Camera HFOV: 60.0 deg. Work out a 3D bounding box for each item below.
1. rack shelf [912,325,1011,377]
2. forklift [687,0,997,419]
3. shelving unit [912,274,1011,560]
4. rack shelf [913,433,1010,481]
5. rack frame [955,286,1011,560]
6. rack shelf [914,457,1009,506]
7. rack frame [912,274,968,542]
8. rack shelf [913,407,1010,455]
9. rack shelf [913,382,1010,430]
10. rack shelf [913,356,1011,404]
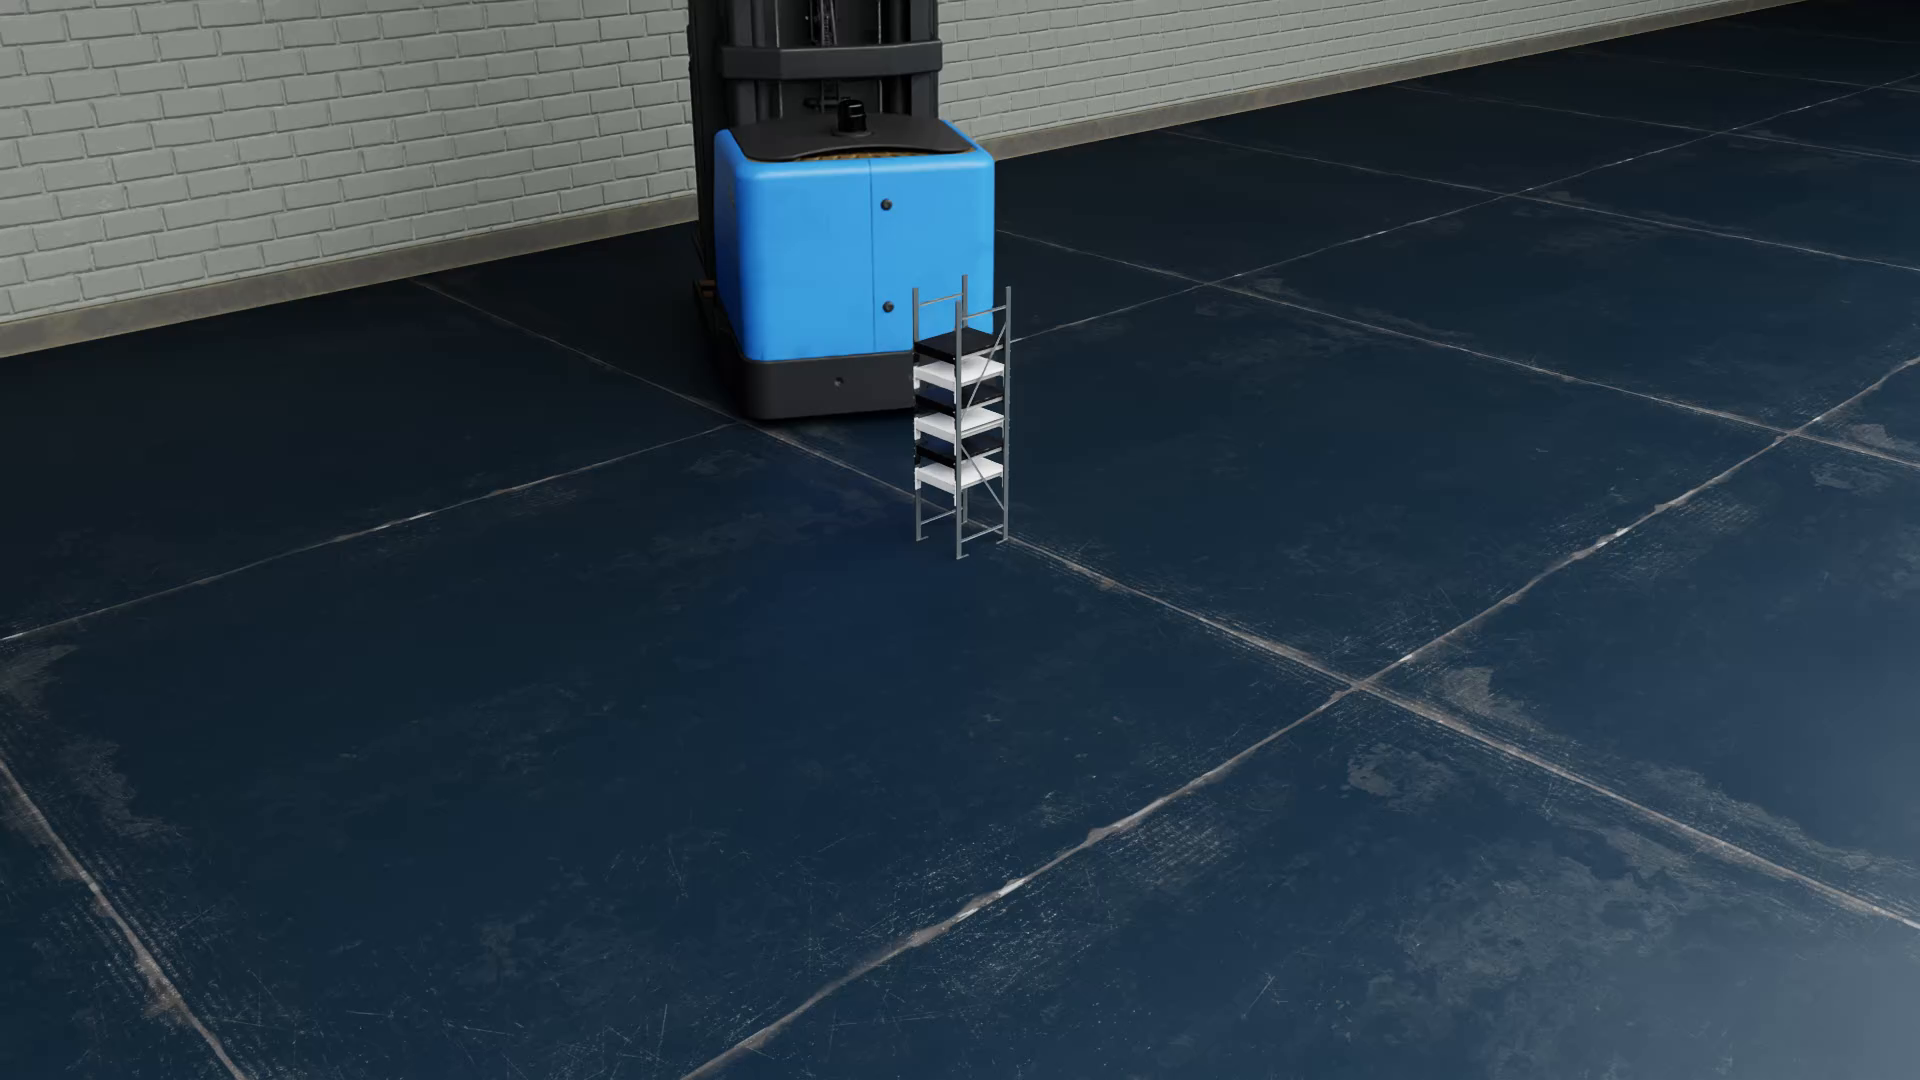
[{"bbox_3d":[0.006,-0.622,5.460,0.258,0.077,0.200,-21,32,-38],"label":"rack shelf"},{"bbox_3d":[-0.695,-2.401,7.481,1.130,2.935,3.031,-6,25,-12],"label":"forklift"},{"bbox_3d":[0.006,-0.407,5.558,0.258,0.900,0.210,-21,32,-38],"label":"shelving unit"},{"bbox_3d":[0.006,-0.295,5.609,0.258,0.077,0.200,-21,32,-38],"label":"rack shelf"},{"bbox_3d":[0.075,-0.376,5.490,0.240,0.900,0.006,-21,32,-38],"label":"rack frame"},{"bbox_3d":[0.006,-0.213,5.646,0.258,0.077,0.200,-21,32,-38],"label":"rack shelf"},{"bbox_3d":[-0.064,-0.438,5.625,0.240,0.900,0.006,-21,32,-38],"label":"rack frame"},{"bbox_3d":[0.006,-0.377,5.572,0.258,0.077,0.200,-21,32,-38],"label":"rack shelf"},{"bbox_3d":[0.006,-0.459,5.534,0.258,0.077,0.200,-21,32,-38],"label":"rack shelf"},{"bbox_3d":[0.006,-0.540,5.497,0.258,0.077,0.200,-21,32,-38],"label":"rack shelf"}]
